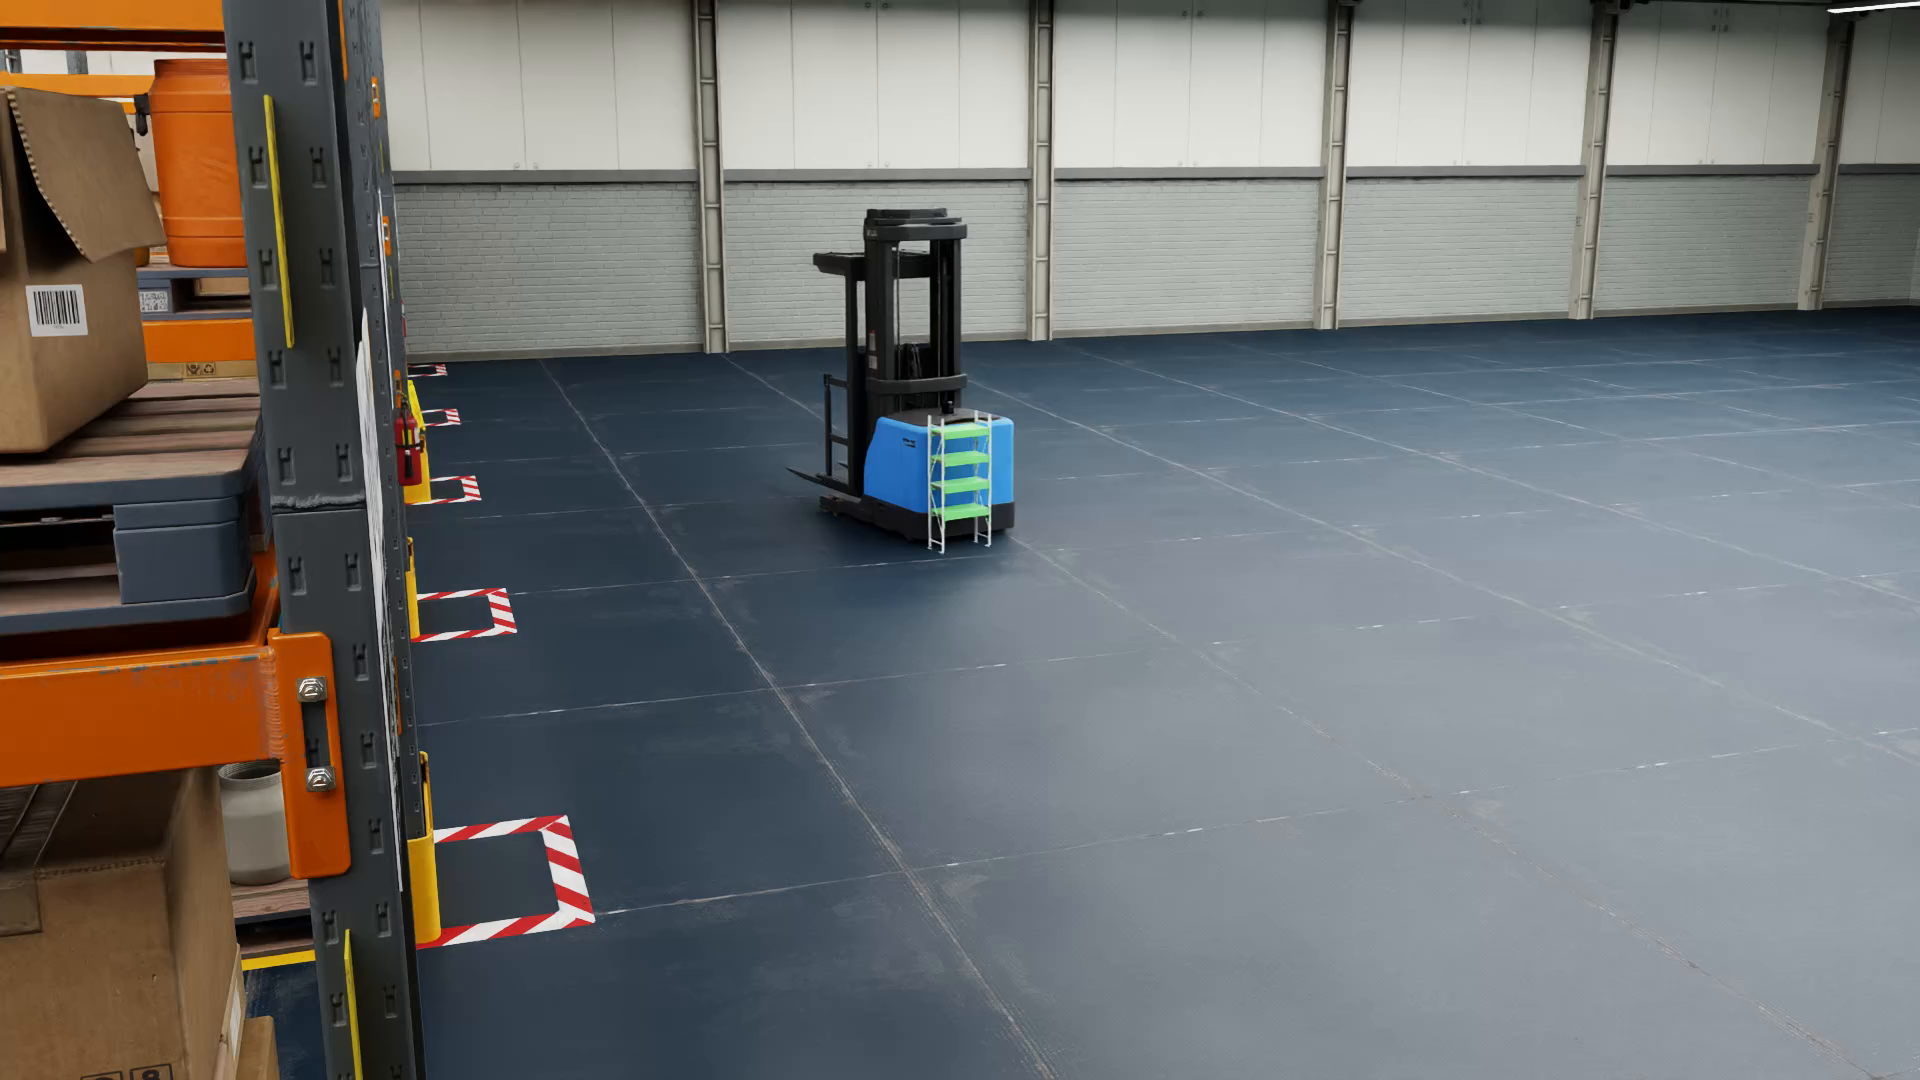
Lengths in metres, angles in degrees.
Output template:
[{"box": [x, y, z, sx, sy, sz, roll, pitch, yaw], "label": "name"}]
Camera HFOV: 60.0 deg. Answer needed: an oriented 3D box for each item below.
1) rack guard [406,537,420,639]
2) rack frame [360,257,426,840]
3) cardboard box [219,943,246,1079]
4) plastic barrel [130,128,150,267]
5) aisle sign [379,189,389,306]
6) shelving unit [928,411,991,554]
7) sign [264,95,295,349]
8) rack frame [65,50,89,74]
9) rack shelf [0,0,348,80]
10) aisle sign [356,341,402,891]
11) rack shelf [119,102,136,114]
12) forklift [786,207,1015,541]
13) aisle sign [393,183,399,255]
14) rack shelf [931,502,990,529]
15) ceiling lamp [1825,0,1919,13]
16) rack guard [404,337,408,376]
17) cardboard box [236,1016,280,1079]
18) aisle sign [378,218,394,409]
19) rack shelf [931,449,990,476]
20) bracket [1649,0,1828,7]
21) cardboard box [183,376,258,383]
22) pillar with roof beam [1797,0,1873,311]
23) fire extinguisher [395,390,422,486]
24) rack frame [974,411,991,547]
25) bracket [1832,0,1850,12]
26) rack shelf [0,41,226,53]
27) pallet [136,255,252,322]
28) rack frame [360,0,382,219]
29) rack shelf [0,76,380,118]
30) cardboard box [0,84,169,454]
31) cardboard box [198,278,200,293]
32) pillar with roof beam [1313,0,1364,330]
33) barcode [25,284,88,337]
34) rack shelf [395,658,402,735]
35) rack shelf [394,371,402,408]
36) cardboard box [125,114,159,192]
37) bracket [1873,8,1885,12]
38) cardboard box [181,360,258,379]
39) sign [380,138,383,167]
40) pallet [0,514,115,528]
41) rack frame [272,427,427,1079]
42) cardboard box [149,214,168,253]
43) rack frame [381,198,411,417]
[{"box": [-4.291, 0.359, 12.555, 0.348, 0.500, 1.175, -4, 14, -18], "label": "rack guard"}, {"box": [-2.640, 0.223, 7.723, 0.127, 3.000, 1.000, -4, 14, -18], "label": "rack frame"}, {"box": [-1.504, 0.927, 3.144, 0.250, 0.149, 0.380, -5, 14, -18], "label": "cardboard box"}, {"box": [-3.680, -1.420, 6.834, 0.600, 0.588, 0.600, 0, 13, 0], "label": "plastic barrel"}, {"box": [-4.065, -2.067, 11.731, 0.004, 0.787, 0.394, -4, 14, -18], "label": "aisle sign"}, {"box": [-0.003, -0.515, 14.714, 0.503, 1.200, 0.258, -8, 16, -32], "label": "shelving unit"}, {"box": [-0.904, -0.422, 2.209, 0.005, 0.325, 0.100, -4, 14, -18], "label": "sign"}, {"box": [-12.758, -6.748, 24.067, 0.127, 3.000, 1.000, -4, 14, -18], "label": "rack frame"}, {"box": [-4.535, -2.003, 6.537, 4.000, 0.370, 1.077, -4, 14, -18], "label": "rack shelf"}, {"box": [-0.908, 0.105, 2.603, 0.004, 0.787, 0.394, -4, 14, -18], "label": "aisle sign"}, {"box": [-10.862, -6.351, 24.817, 4.000, 0.370, 1.077, -4, 14, -18], "label": "rack shelf"}, {"box": [-0.714, -1.708, 15.991, 1.130, 2.935, 3.031, -8, 16, -32], "label": "forklift"}, {"box": [-5.543, -3.163, 16.339, 0.004, 0.787, 0.394, -4, 14, -18], "label": "aisle sign"}, {"box": [-0.003, -0.219, 14.784, 0.480, 0.148, 0.258, -8, 16, -32], "label": "rack shelf"}, {"box": [16.372, -10.917, 28.978, 0.800, 3.185, 2.000, -4, 14, -18], "label": "ceiling lamp"}, {"box": [-8.944, -2.911, 26.299, 0.348, 0.500, 1.175, -4, 14, -18], "label": "rack guard"}, {"box": [-1.510, 1.293, 3.010, 0.500, 0.500, 0.700, -4, 14, -18], "label": "cardboard box"}, {"box": [-2.477, -0.982, 7.170, 0.004, 0.787, 0.394, -4, 14, -18], "label": "aisle sign"}, {"box": [-0.003, -0.686, 14.673, 0.480, 0.148, 0.258, -8, 16, -32], "label": "rack shelf"}, {"box": [15.797, -10.856, 33.560, 4.783, 0.066, 0.076, -4, 14, -18], "label": "bracket"}, {"box": [-5.185, -0.959, 11.832, 0.500, 0.500, 0.875, -4, 14, -18], "label": "cardboard box"}, {"box": [19.892, -8.460, 31.262, 0.548, 9.000, 9.100, -4, 14, -18], "label": "pillar with roof beam"}, {"box": [-3.964, -0.733, 11.909, 0.183, 0.674, 0.296, -4, 14, -18], "label": "fire extinguisher"}, {"box": [0.202, -0.545, 14.842, 0.015, 1.200, 0.240, -8, 16, -32], "label": "rack frame"}, {"box": [18.239, -11.047, 34.359, 0.430, 0.232, 0.235, -4, 14, -18], "label": "bracket"}, {"box": [-6.115, -3.283, 11.058, 4.000, 0.370, 1.077, -4, 14, -18], "label": "rack shelf"}, {"box": [-3.455, -1.105, 7.231, 1.213, 0.211, 1.003, -4, 14, -18], "label": "pallet"}, {"box": [-4.219, -3.782, 11.595, 0.127, 3.000, 1.000, -4, 14, -18], "label": "rack frame"}, {"box": [-7.601, -4.185, 15.709, 4.000, 0.370, 1.077, -4, 14, -18], "label": "rack shelf"}, {"box": [-1.609, -0.431, 2.556, 0.637, 0.503, 0.797, -3, 14, -14], "label": "cardboard box"}, {"box": [-7.596, -2.398, 16.084, 0.500, 0.550, 0.875, -4, 14, -18], "label": "cardboard box"}, {"box": [8.519, -7.574, 27.539, 0.548, 9.000, 9.100, -4, 14, -18], "label": "pillar with roof beam"}, {"box": [-1.196, -0.304, 2.202, 0.075, 0.075, 0.001, -4, 14, -18], "label": "barcode"}, {"box": [-4.535, 0.721, 7.185, 4.000, 0.370, 1.077, -4, 14, -18], "label": "rack shelf"}, {"box": [-7.601, -1.461, 16.357, 4.000, 0.370, 1.077, -4, 14, -18], "label": "rack shelf"}, {"box": [-5.608, -2.589, 11.124, 0.500, 0.500, 0.500, -4, 14, -18], "label": "cardboard box"}, {"box": [19.026, -11.108, 34.617, 0.430, 0.232, 0.235, -4, 14, -18], "label": "bracket"}, {"box": [-5.134, -1.410, 11.569, 0.500, 0.500, 0.500, -4, 14, -18], "label": "cardboard box"}, {"box": [-5.546, -3.690, 15.949, 0.005, 0.325, 0.100, -4, 14, -18], "label": "sign"}, {"box": [-8.751, -0.346, 16.140, 1.213, 0.211, 1.003, -4, 14, -18], "label": "pallet"}, {"box": [-1.063, 1.310, 3.154, 0.127, 3.000, 1.000, -4, 14, -18], "label": "rack frame"}, {"box": [-5.556, -2.085, 11.267, 0.500, 0.250, 0.500, -4, 14, -17], "label": "cardboard box"}, {"box": [-5.706, -1.958, 16.894, 0.127, 3.000, 1.000, -4, 14, -18], "label": "rack frame"}]
